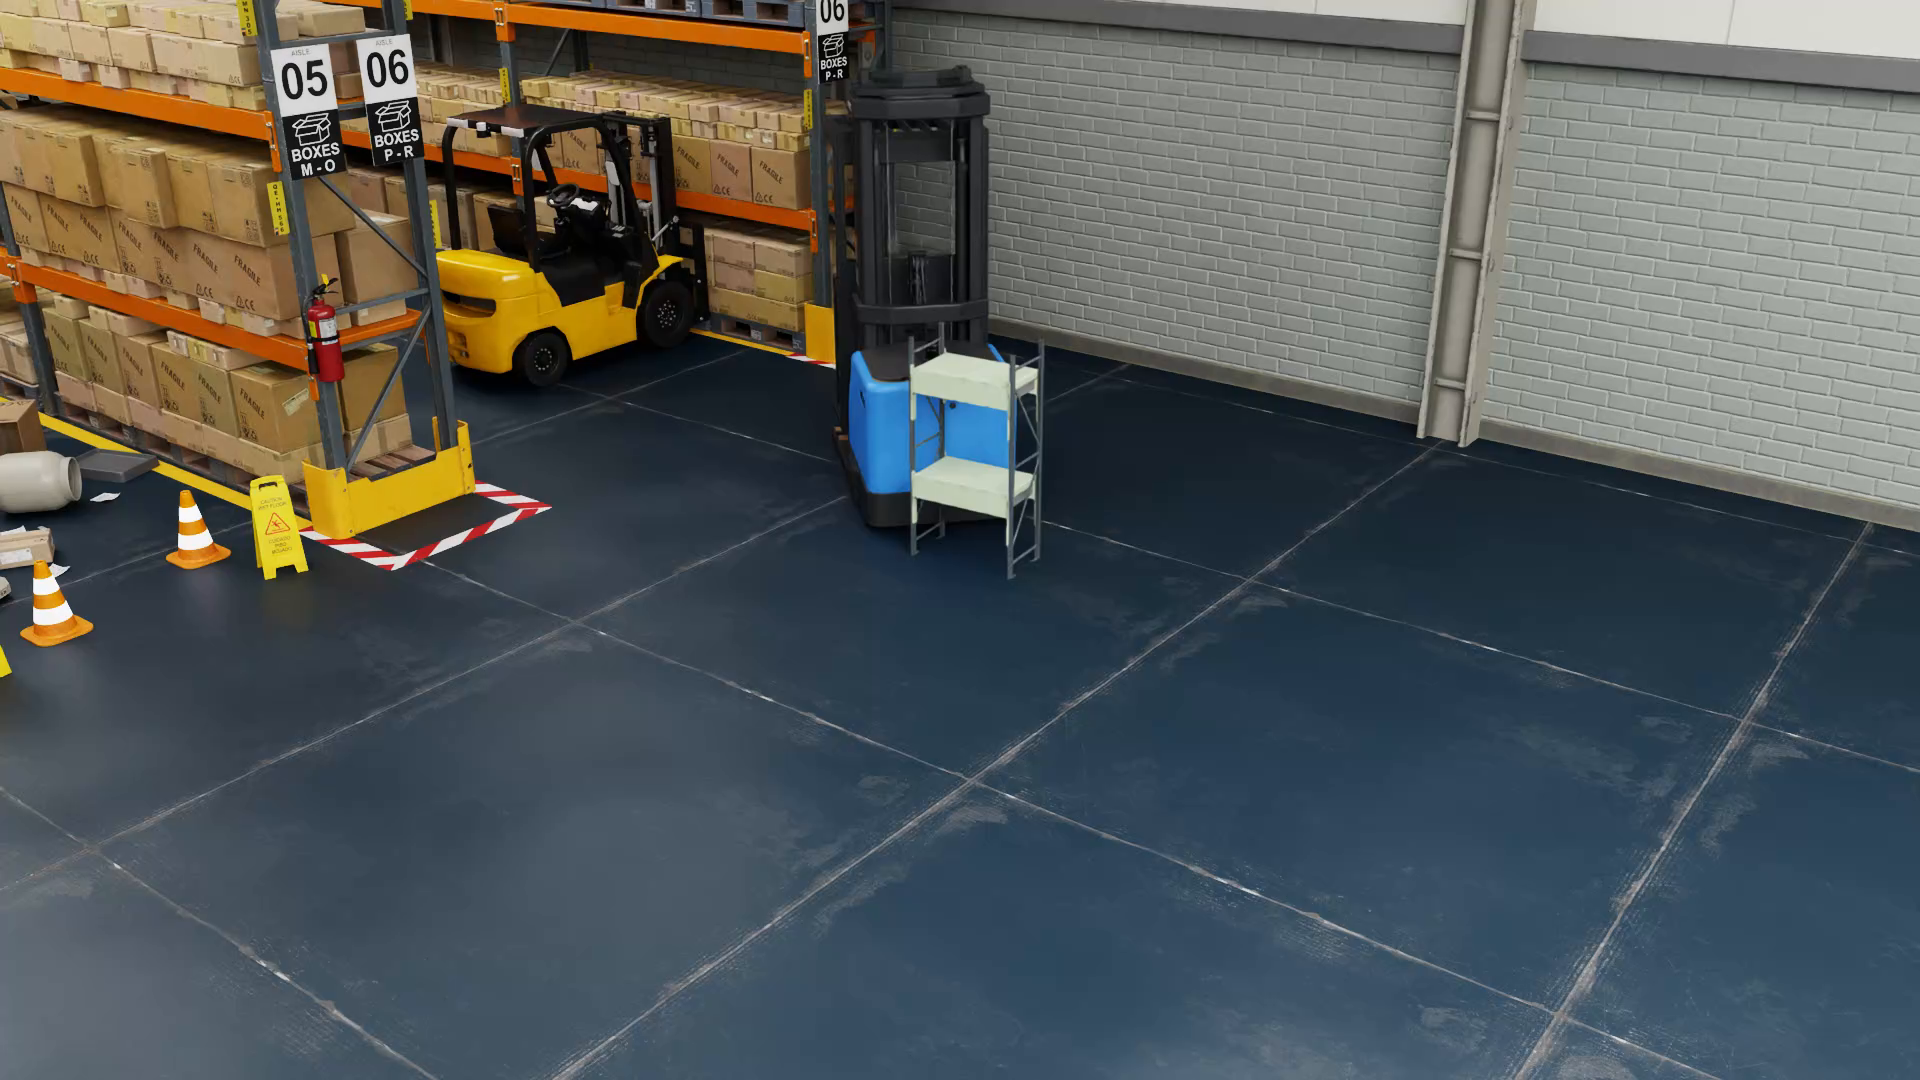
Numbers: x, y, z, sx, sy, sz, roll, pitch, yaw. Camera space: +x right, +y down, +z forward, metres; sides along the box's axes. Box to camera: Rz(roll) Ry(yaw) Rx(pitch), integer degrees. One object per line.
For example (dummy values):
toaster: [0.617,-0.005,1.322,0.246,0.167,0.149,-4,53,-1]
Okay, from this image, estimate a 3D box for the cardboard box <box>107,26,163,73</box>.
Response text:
cardboard box: [-5.309,-3.298,11.112,0.500,0.250,0.500,18,29,35]

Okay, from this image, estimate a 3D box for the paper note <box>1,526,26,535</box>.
paper note: [-6.458,-0.052,11.343,0.148,0.019,0.142,-15,28,-30]

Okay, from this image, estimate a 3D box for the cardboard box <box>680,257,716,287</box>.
cardboard box: [-2.342,-2.600,15.700,0.500,0.250,0.500,16,28,32]

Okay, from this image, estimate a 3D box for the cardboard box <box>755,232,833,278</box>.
cardboard box: [-1.500,-2.580,15.035,0.500,0.250,0.500,18,29,35]

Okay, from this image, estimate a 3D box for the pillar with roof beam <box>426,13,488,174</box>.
pillar with roof beam: [-8.344,-6.444,14.715,0.400,9.000,9.100,17,29,33]

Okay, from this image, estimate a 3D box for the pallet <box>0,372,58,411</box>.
pallet: [-7.743,-1.454,14.289,1.213,0.211,1.003,17,29,33]

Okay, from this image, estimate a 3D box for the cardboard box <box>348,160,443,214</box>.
cardboard box: [-6.327,-3.907,18.822,0.625,0.625,0.875,18,29,35]

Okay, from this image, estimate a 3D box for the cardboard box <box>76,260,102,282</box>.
cardboard box: [-6.418,-2.078,12.558,0.250,0.149,0.380,18,29,35]

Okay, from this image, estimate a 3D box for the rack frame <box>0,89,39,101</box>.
rack frame: [-13.747,-7.047,23.523,0.127,3.000,1.000,17,29,33]

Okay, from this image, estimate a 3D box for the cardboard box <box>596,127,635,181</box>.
cardboard box: [-3.114,-3.757,15.932,0.500,0.500,0.500,16,29,33]

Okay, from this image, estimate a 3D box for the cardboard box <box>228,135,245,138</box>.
cardboard box: [-8.937,-4.825,20.255,0.250,0.149,0.380,15,28,31]

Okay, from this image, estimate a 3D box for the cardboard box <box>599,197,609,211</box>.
cardboard box: [-3.543,-3.191,16.422,0.500,0.250,0.500,17,29,33]

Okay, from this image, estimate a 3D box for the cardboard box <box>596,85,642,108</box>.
cardboard box: [-3.227,-4.209,15.784,0.250,0.149,0.380,16,29,32]

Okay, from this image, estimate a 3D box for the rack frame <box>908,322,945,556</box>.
rack frame: [-0.213,-0.650,10.865,0.023,1.500,0.400,14,27,28]

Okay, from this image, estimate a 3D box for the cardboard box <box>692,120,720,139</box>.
cardboard box: [-2.216,-3.761,15.138,0.250,0.149,0.380,16,28,32]

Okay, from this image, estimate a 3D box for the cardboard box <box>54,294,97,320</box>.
cardboard box: [-6.745,-1.837,12.854,0.250,0.149,0.380,17,29,34]

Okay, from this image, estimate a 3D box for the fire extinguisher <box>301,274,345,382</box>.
fire extinguisher: [-4.103,-1.364,10.721,0.183,0.674,0.296,17,29,33]

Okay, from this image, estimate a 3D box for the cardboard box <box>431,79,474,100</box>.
cardboard box: [-5.223,-4.652,17.160,0.250,0.149,0.380,16,28,32]

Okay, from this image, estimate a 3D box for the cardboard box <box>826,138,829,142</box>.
cardboard box: [-1.060,-3.686,14.967,0.250,0.149,0.380,16,28,32]

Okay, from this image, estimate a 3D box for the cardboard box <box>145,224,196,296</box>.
cardboard box: [-5.314,-2.044,11.677,0.500,0.500,0.500,17,29,33]

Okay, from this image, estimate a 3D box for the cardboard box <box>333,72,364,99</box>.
cardboard box: [-3.989,-3.018,10.971,0.250,0.149,0.380,17,29,33]

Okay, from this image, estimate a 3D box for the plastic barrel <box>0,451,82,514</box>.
plastic barrel: [-6.479,-0.407,11.650,0.512,0.421,0.421,-5,24,-12]

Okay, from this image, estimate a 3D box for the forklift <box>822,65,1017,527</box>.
forklift: [-0.387,-1.994,12.141,1.130,2.935,3.031,-4,24,-10]

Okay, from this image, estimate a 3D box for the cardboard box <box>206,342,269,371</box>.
cardboard box: [-5.050,-1.326,11.694,0.250,0.149,0.380,18,29,35]

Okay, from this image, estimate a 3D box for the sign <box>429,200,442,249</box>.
sign: [-3.593,-2.147,11.328,0.005,0.325,0.100,17,29,33]

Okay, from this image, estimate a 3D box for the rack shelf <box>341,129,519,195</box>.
rack shelf: [-5.745,-4.299,18.180,4.000,0.370,1.077,17,29,33]

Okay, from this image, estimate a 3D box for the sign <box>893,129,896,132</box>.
sign: [-0.607,-3.788,14.955,0.005,0.325,0.100,17,29,33]

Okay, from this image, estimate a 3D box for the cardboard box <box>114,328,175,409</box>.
cardboard box: [-5.959,-1.338,12.527,0.500,0.500,0.500,19,30,36]

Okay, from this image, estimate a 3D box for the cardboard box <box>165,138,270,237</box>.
cardboard box: [-4.858,-2.393,11.227,0.500,0.500,0.700,17,29,34]

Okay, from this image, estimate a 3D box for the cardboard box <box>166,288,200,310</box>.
cardboard box: [-5.411,-1.769,11.855,0.250,0.149,0.380,16,29,33]

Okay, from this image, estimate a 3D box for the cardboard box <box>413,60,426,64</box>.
cardboard box: [-6.116,-5.207,18.419,0.250,0.149,0.380,17,29,33]

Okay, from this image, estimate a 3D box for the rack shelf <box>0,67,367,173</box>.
rack shelf: [-5.519,-3.102,11.743,4.000,0.370,1.077,17,29,33]

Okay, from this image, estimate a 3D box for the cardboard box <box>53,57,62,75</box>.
cardboard box: [-6.192,-3.399,11.835,0.250,0.149,0.380,16,28,32]

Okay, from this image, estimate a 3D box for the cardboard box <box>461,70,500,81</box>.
cardboard box: [-5.081,-4.908,17.740,0.250,0.149,0.380,17,29,33]

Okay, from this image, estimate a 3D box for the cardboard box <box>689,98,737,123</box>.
cardboard box: [-2.228,-3.891,15.063,0.250,0.149,0.380,18,29,35]

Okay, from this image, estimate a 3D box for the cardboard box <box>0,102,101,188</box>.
cardboard box: [-6.897,-3.006,12.619,0.500,0.500,0.700,16,29,33]

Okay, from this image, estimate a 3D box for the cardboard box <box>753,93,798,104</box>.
cardboard box: [-1.683,-4.005,15.321,0.250,0.149,0.380,17,29,34]

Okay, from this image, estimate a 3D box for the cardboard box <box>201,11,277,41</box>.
cardboard box: [-4.549,-3.259,10.529,0.250,0.149,0.380,17,29,34]

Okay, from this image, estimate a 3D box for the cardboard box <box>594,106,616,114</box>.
cardboard box: [-3.252,-4.062,15.821,0.250,0.149,0.380,16,29,33]

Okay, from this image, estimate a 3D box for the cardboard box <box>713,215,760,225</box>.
cardboard box: [-2.011,-2.991,15.966,0.500,0.250,0.500,17,29,33]

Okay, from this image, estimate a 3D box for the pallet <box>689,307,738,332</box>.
pallet: [-2.553,-2.368,16.363,1.213,0.211,1.003,17,29,33]

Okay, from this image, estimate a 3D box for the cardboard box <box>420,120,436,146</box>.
cardboard box: [-5.490,-4.364,17.619,0.500,0.250,0.500,17,29,34]

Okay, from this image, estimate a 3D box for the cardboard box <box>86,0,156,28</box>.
cardboard box: [-5.613,-3.545,11.177,0.250,0.149,0.380,18,29,35]

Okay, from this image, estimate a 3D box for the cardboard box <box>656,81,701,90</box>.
cardboard box: [-2.703,-4.324,16.046,0.250,0.149,0.380,16,29,33]

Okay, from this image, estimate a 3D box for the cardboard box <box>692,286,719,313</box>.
cardboard box: [-2.297,-2.371,15.799,0.500,0.250,0.500,17,29,34]

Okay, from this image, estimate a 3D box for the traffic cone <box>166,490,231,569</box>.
traffic cone: [-5.036,-0.102,10.908,0.334,0.463,0.336,17,29,33]

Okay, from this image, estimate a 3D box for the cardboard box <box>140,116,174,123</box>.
cardboard box: [-10.182,-5.341,21.057,0.250,0.149,0.380,15,28,31]

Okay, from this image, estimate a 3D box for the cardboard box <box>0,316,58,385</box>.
cardboard box: [-7.540,-1.658,14.032,0.625,0.372,0.950,17,29,34]

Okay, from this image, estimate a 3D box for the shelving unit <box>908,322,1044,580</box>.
shelving unit: [0.101,-0.574,10.692,0.755,1.500,0.431,14,27,28]

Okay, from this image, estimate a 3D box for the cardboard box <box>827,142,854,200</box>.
cardboard box: [-1.174,-3.433,15.197,0.500,0.500,0.500,18,29,35]

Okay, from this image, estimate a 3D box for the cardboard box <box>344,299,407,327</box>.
cardboard box: [-4.066,-1.609,11.494,0.250,0.149,0.380,17,29,33]

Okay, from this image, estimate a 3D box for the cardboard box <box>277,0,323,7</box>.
cardboard box: [-4.454,-3.486,11.044,0.250,0.149,0.380,17,29,33]

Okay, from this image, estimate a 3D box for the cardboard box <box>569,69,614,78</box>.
cardboard box: [-3.708,-4.644,16.772,0.250,0.149,0.380,17,29,33]

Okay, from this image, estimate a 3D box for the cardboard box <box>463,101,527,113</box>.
cardboard box: [-4.691,-4.341,16.949,0.500,0.250,0.500,16,28,32]

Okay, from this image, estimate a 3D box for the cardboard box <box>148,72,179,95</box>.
cardboard box: [-5.173,-3.082,11.115,0.250,0.149,0.380,17,29,33]

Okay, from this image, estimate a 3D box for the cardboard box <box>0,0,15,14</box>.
cardboard box: [-6.631,-3.864,11.901,0.250,0.149,0.380,16,28,32]

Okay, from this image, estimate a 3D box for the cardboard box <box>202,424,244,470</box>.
cardboard box: [-5.136,-0.746,12.112,0.500,0.250,0.500,17,29,33]
